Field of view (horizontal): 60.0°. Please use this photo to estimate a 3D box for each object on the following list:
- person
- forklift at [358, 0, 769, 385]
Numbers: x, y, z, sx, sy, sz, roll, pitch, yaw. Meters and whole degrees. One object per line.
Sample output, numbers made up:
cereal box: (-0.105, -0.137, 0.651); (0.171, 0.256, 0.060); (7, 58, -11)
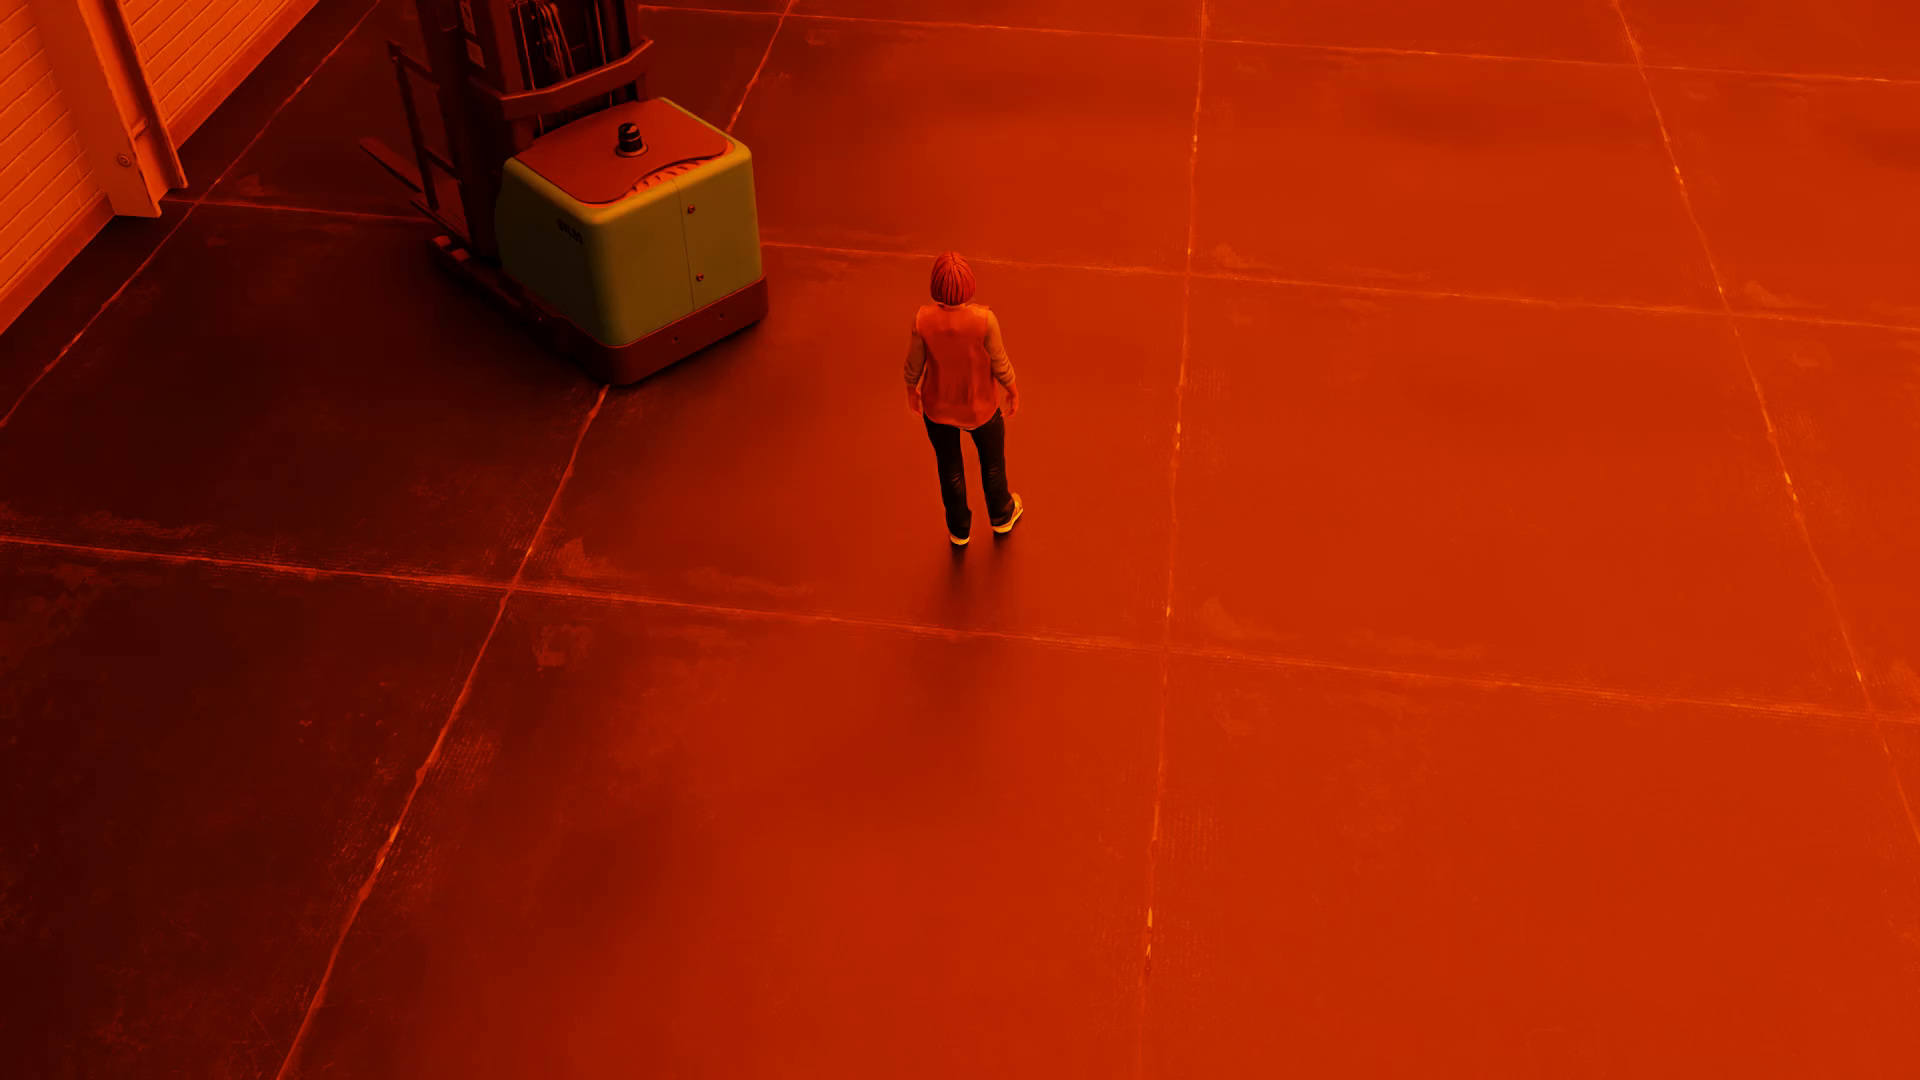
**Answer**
person: (0.024, -0.642, 7.399); (0.520, 1.599, 0.473); (5, 43, 6)
forklift: (-2.429, -2.790, 8.761); (1.130, 2.935, 3.031); (-33, 52, -30)
